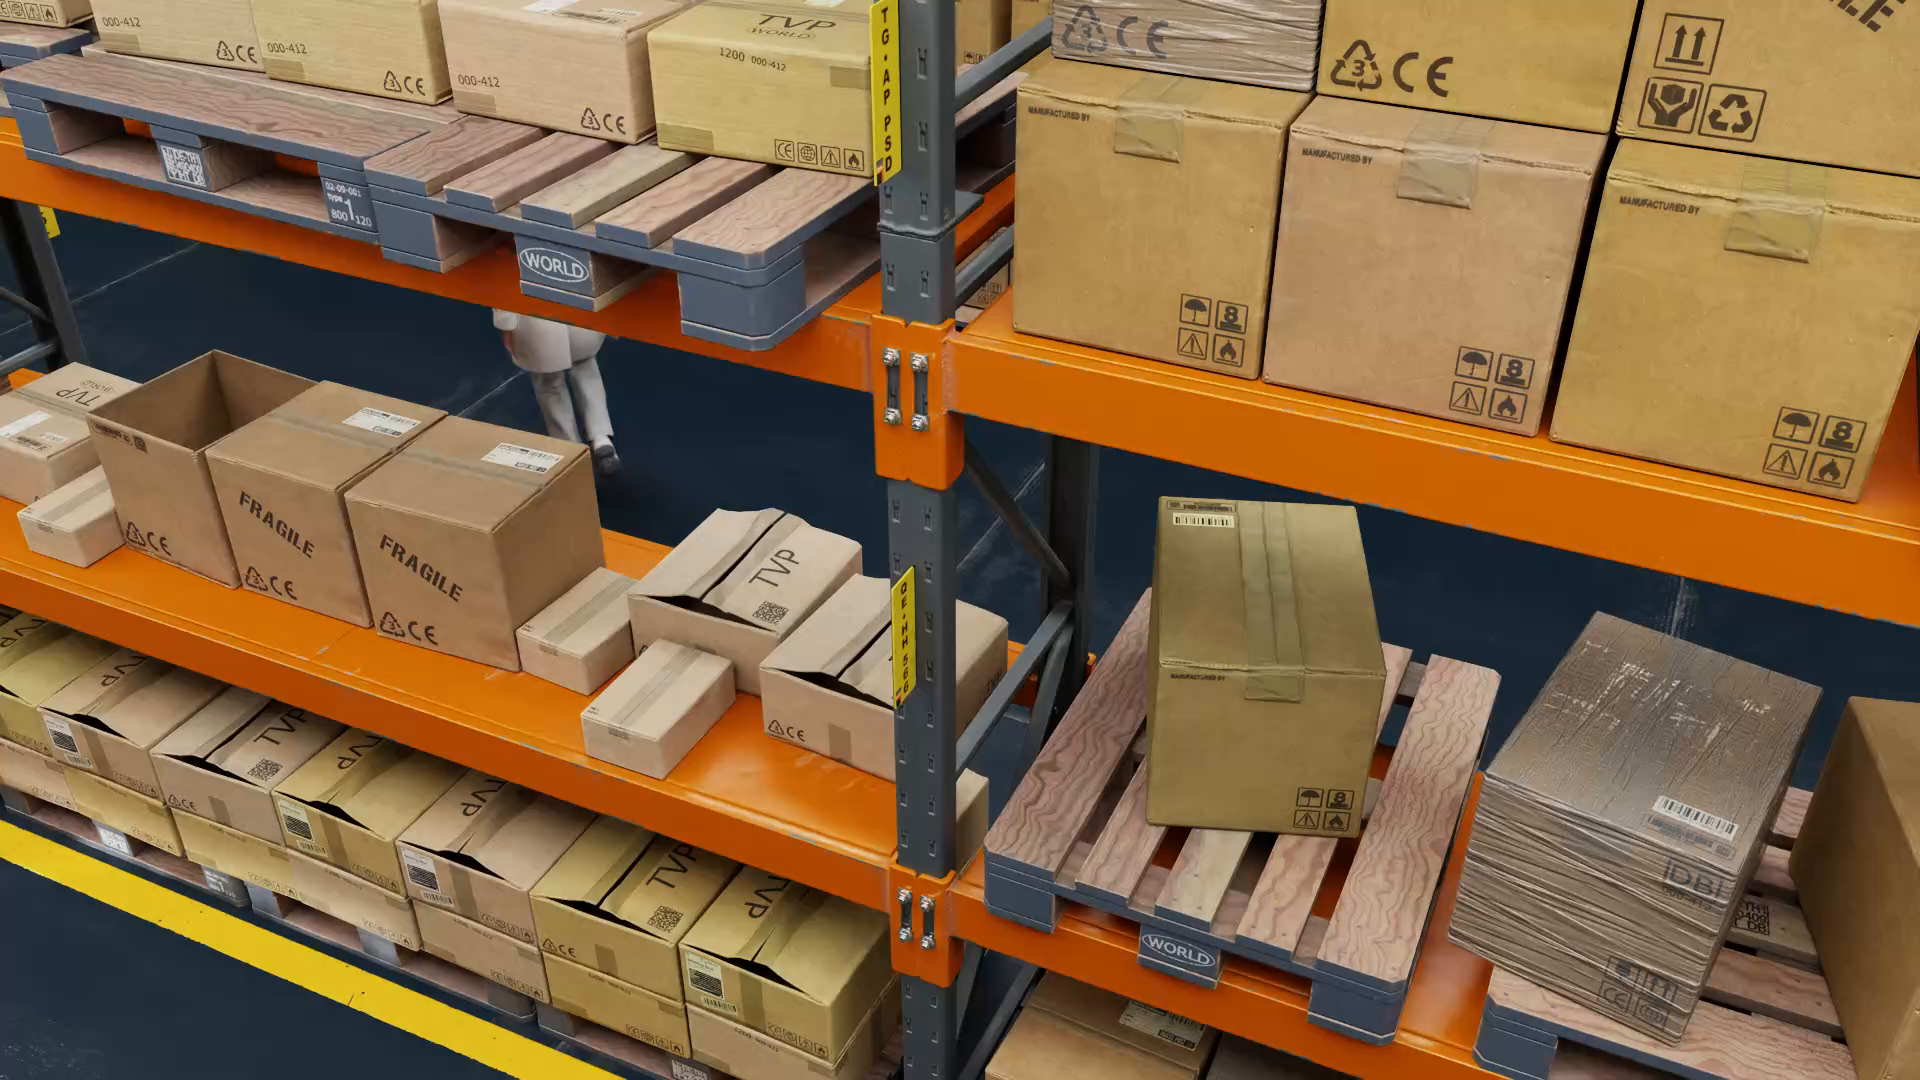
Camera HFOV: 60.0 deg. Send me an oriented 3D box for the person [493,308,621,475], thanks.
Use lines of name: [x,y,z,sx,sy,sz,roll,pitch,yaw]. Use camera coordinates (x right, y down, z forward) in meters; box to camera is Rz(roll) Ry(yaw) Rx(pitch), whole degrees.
person: [-1.881,-1.055,7.718,0.592,1.790,0.499,-20,38,-27]
